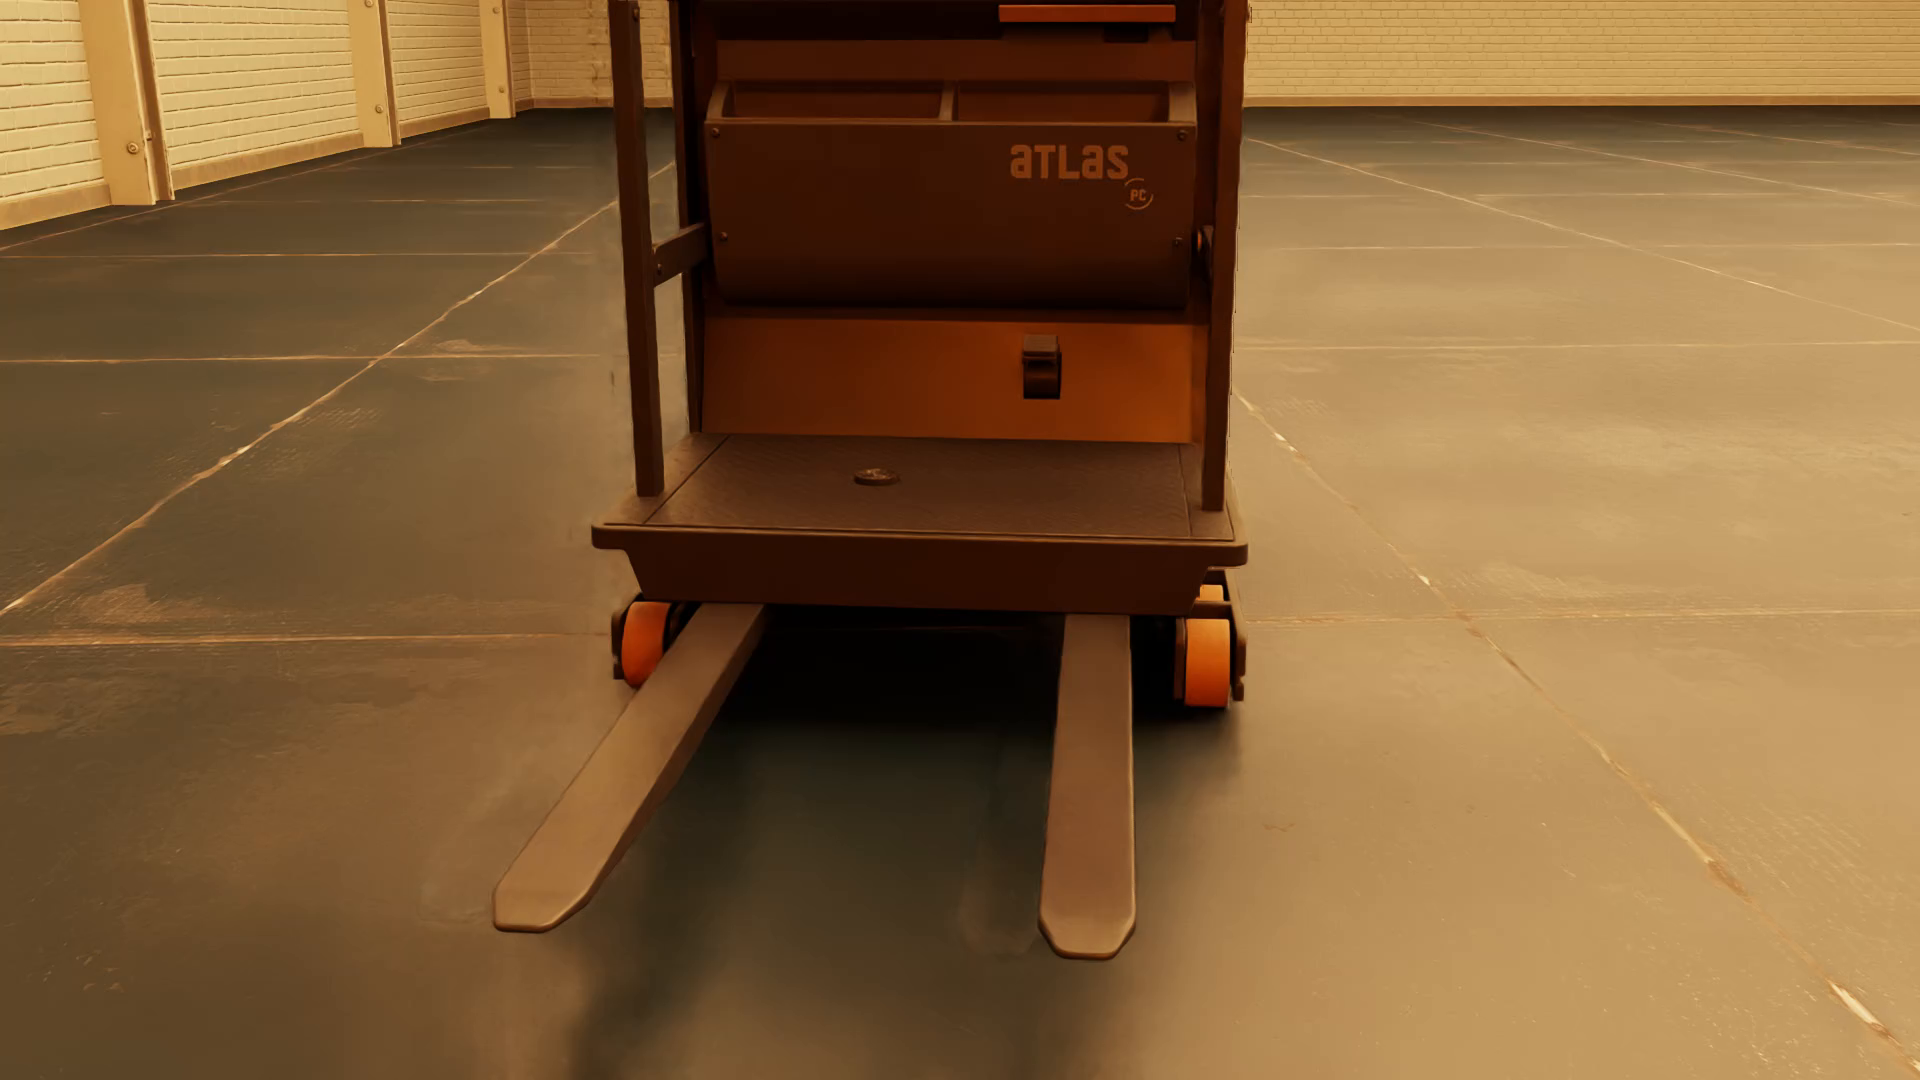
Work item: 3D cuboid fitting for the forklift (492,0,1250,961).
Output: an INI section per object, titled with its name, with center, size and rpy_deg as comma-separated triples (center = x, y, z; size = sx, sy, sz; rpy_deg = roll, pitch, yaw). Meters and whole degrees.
[forklift]
center = -0.035, -1.204, 2.843
size = 1.130, 2.935, 3.031
rpy_deg = 2, 17, 5
